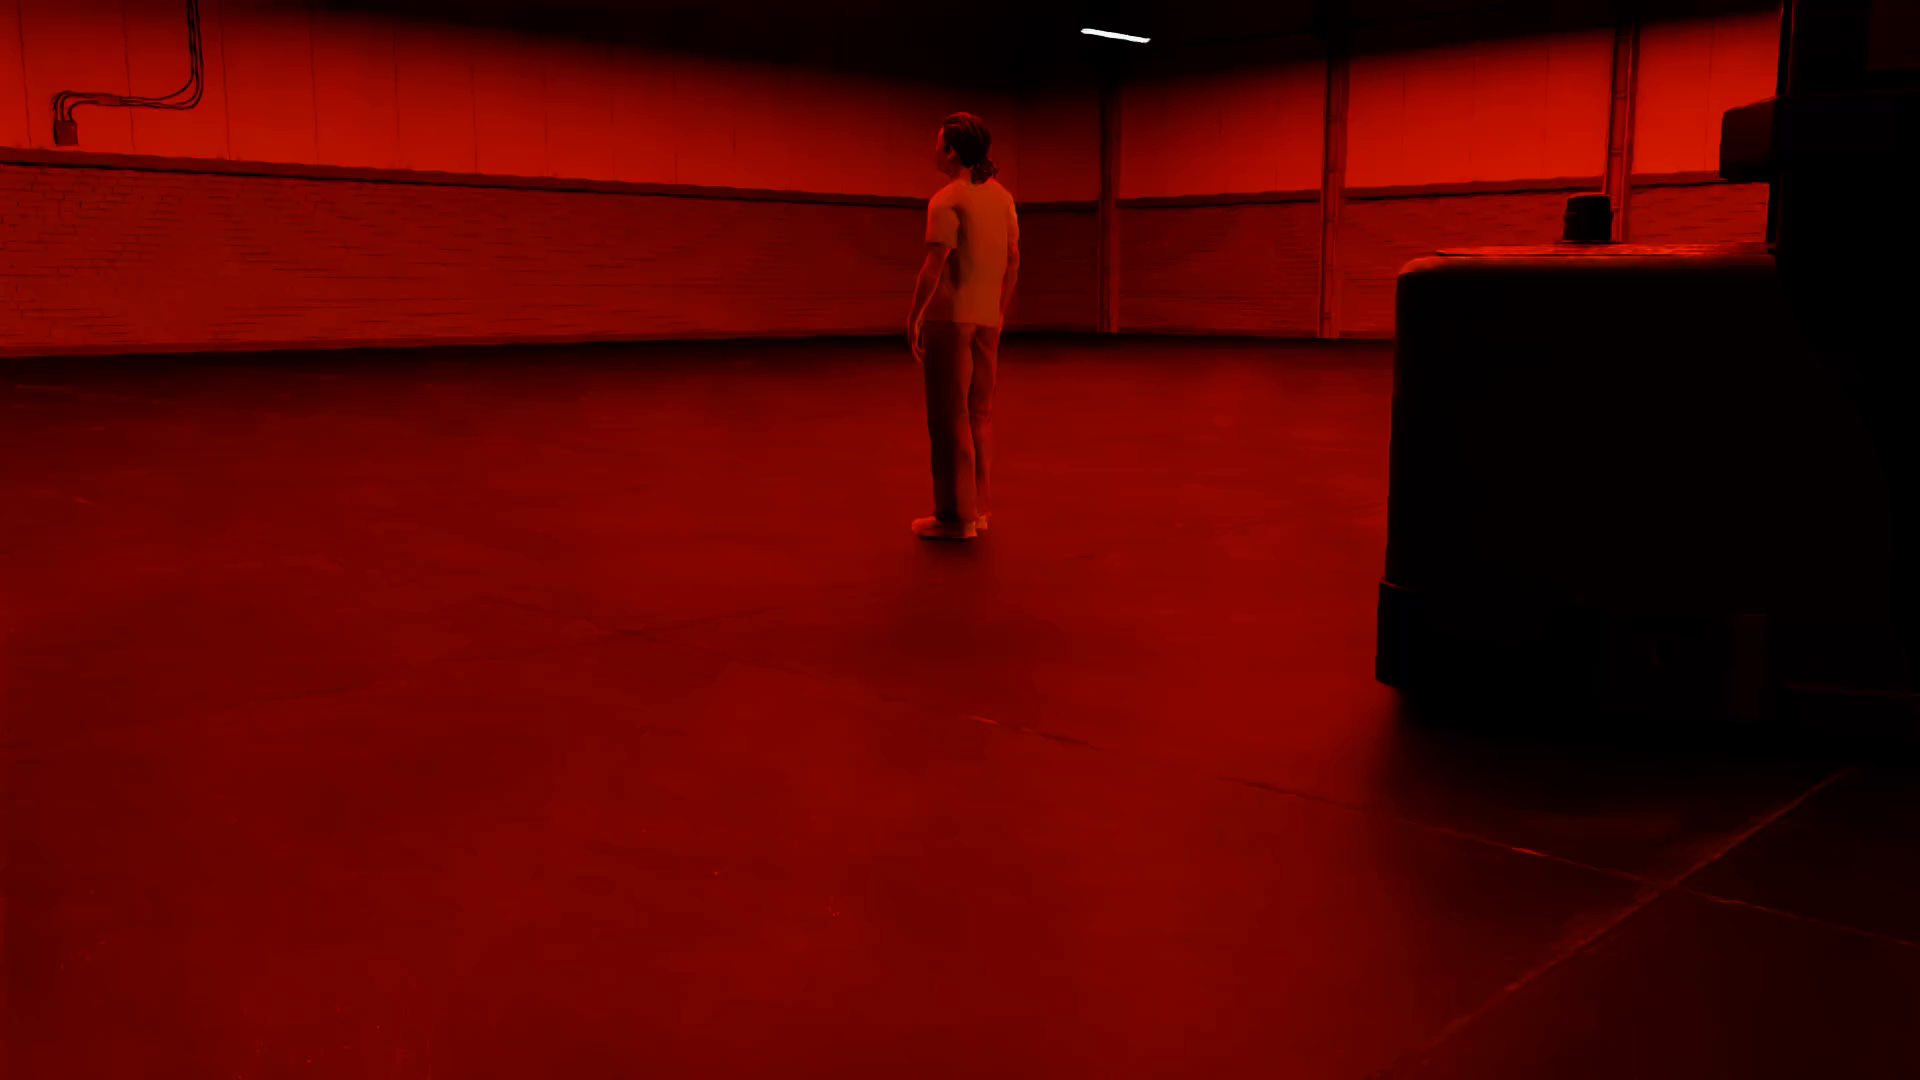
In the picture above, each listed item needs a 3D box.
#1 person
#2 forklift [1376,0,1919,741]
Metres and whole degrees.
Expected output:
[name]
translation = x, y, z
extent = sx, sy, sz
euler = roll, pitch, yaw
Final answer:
[person]
translation = -0.051, -0.840, 6.656
extent = 0.532, 1.663, 0.554
euler = 8, 12, 43
[forklift]
translation = 2.565, -1.013, 3.598
extent = 3.031, 2.935, 1.130
euler = 4, 9, 24
